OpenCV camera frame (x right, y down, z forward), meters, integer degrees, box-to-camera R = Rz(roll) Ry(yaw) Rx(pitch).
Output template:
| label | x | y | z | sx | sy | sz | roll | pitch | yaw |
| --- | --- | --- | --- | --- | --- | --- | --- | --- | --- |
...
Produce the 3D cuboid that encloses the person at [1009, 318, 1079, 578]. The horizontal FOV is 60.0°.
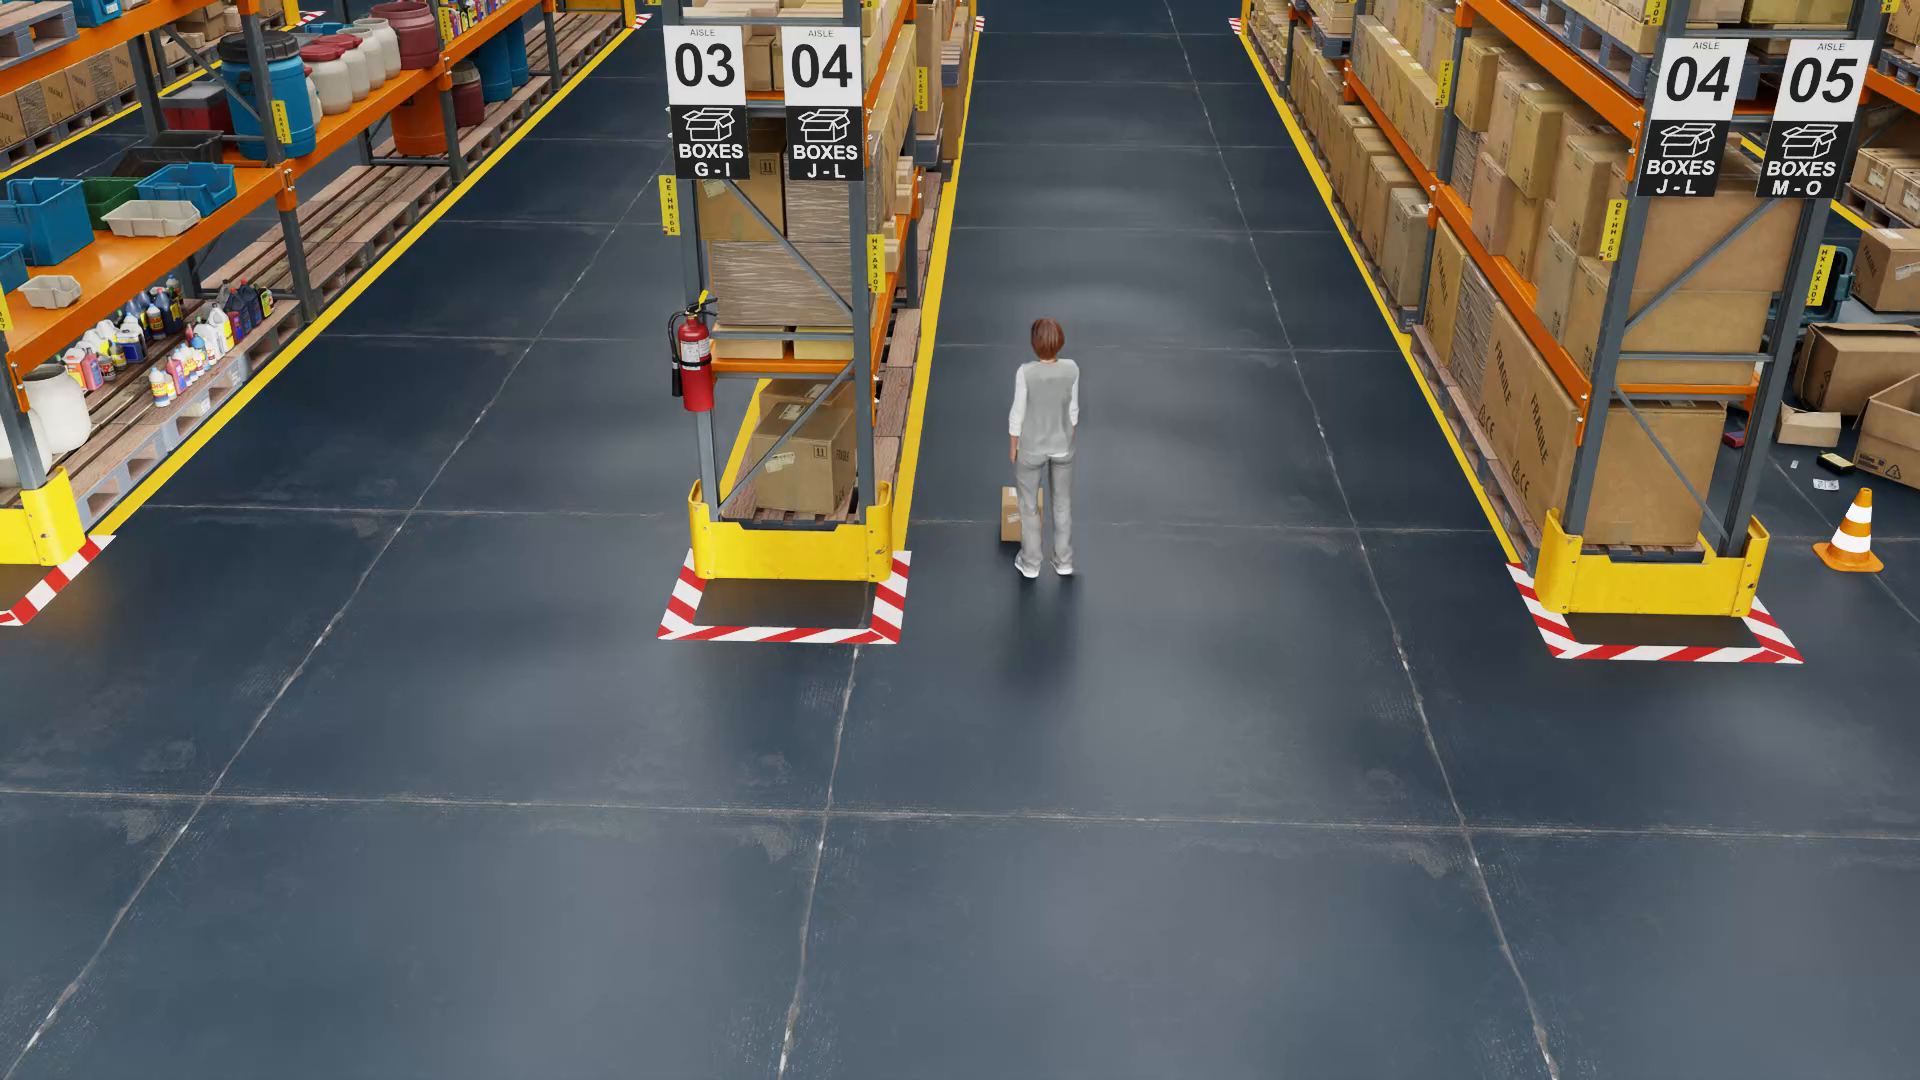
| label | x | y | z | sx | sy | sz | roll | pitch | yaw |
| --- | --- | --- | --- | --- | --- | --- | --- | --- | --- |
| person | 0.477 | -0.520 | 9.613 | 0.407 | 1.601 | 0.305 | -6 | 29 | -11 |
